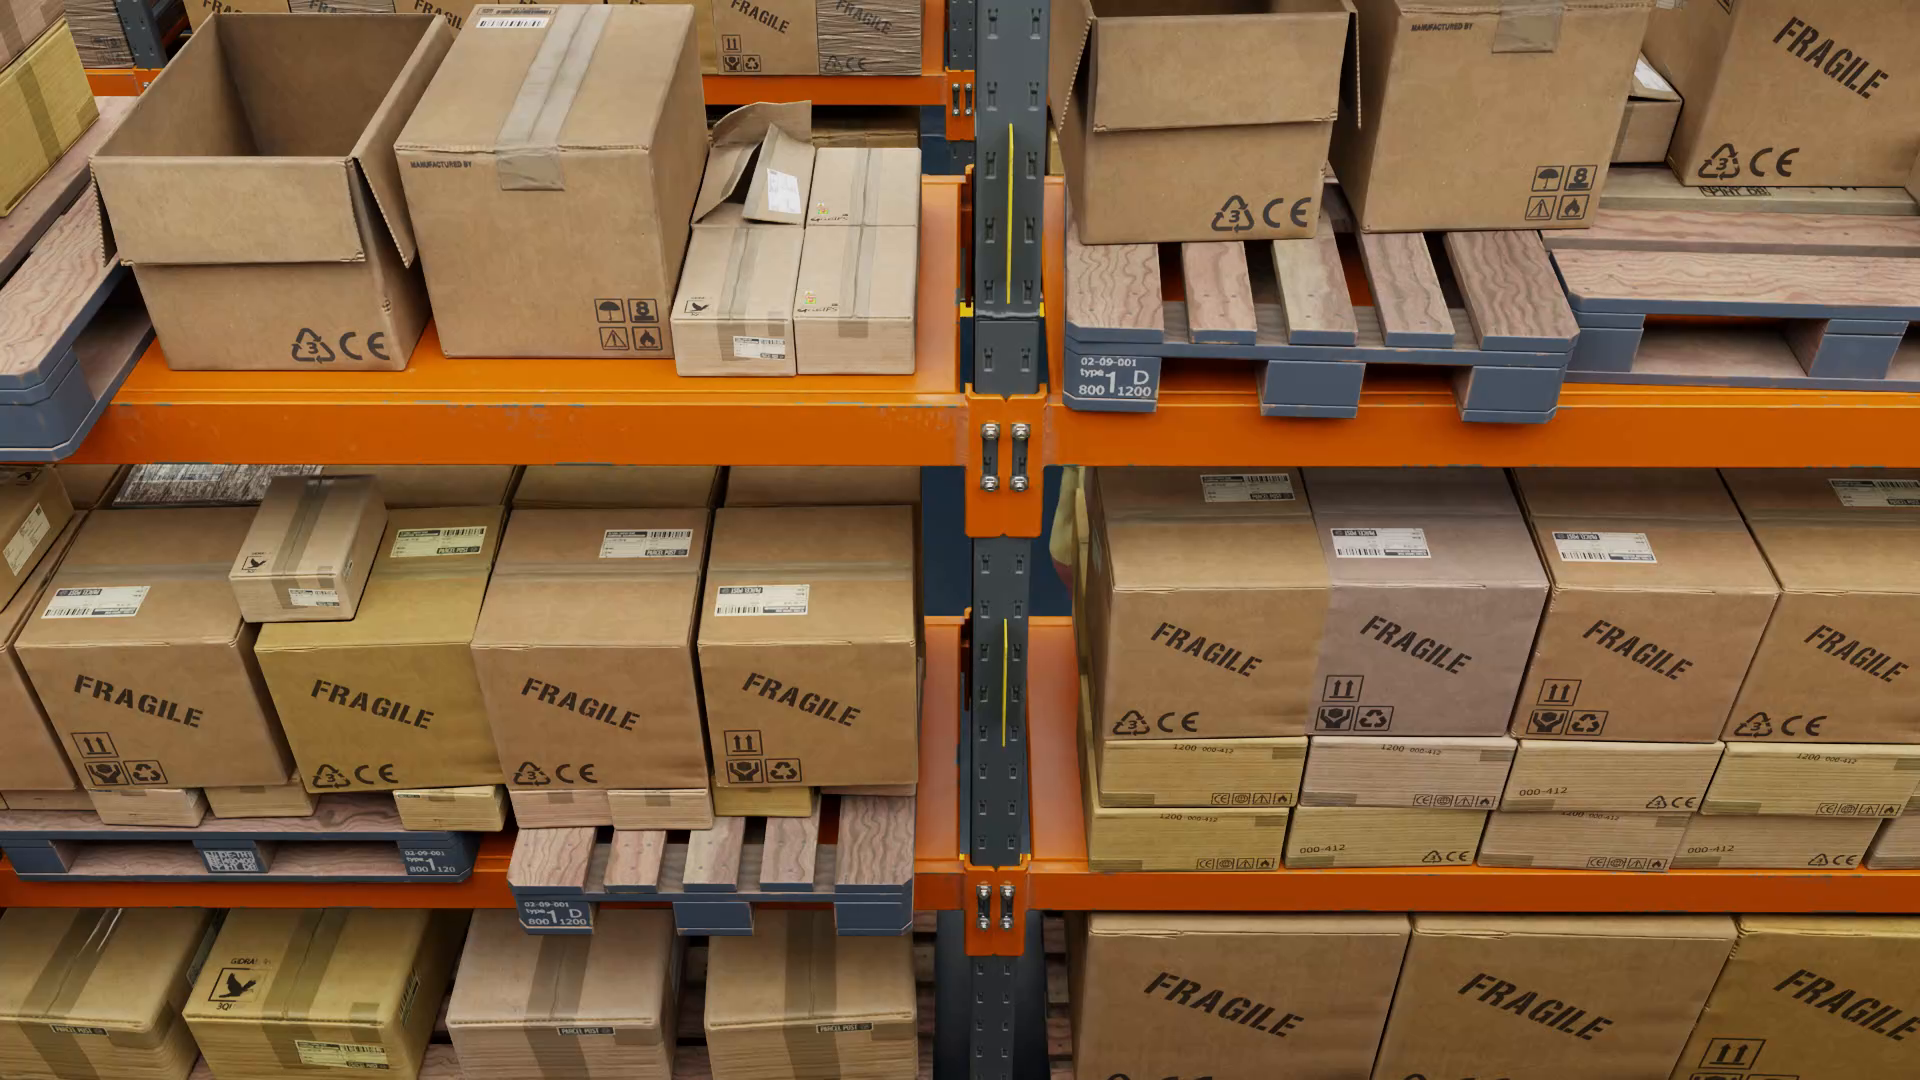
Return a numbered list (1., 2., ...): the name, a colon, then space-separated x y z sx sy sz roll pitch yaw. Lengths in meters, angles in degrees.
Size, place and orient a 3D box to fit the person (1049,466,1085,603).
1. person: 0.536 0.009 6.191 0.388 1.627 0.470 7 40 9
